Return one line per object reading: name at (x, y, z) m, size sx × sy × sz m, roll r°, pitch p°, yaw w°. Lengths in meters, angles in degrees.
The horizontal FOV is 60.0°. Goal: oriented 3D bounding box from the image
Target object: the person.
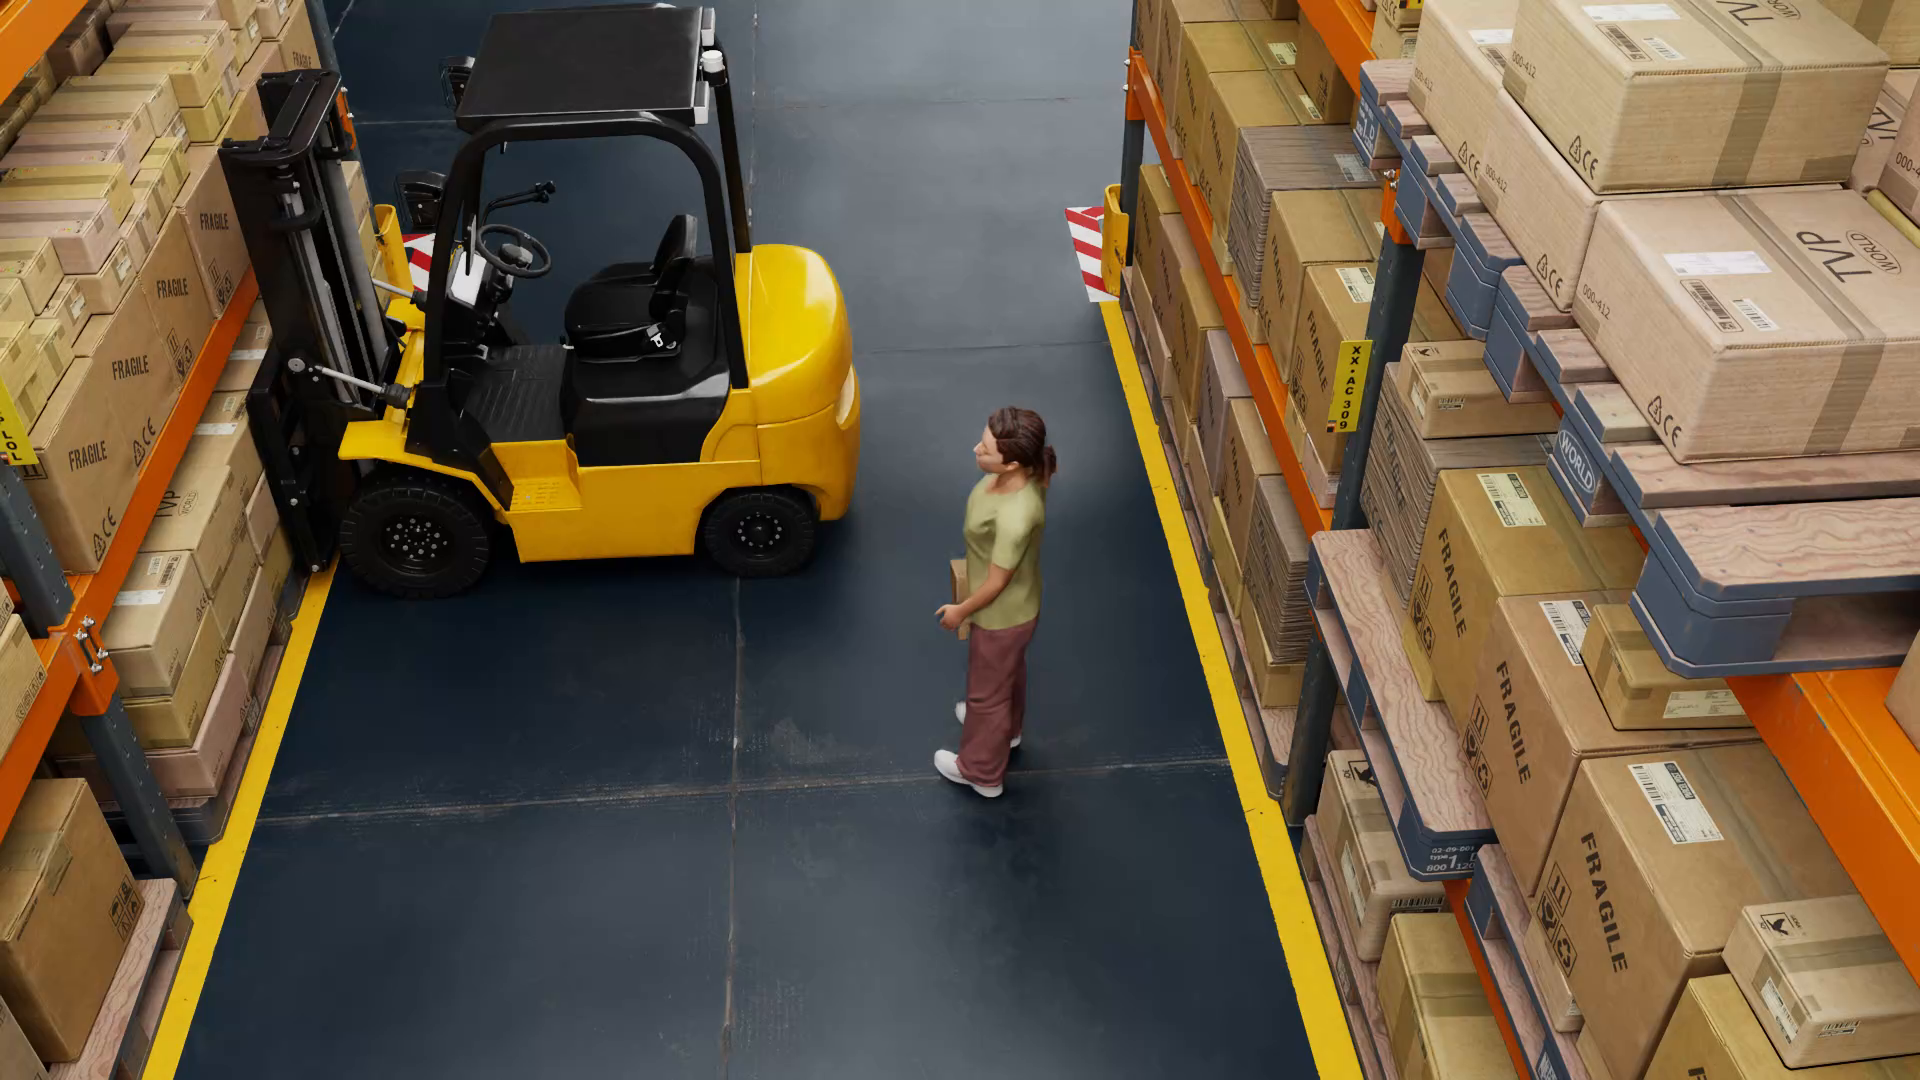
person at (0.120, 0.196, 5.884) m, size 0.432 × 1.684 × 0.525 m, roll 4°, pitch 39°, yaw 4°
